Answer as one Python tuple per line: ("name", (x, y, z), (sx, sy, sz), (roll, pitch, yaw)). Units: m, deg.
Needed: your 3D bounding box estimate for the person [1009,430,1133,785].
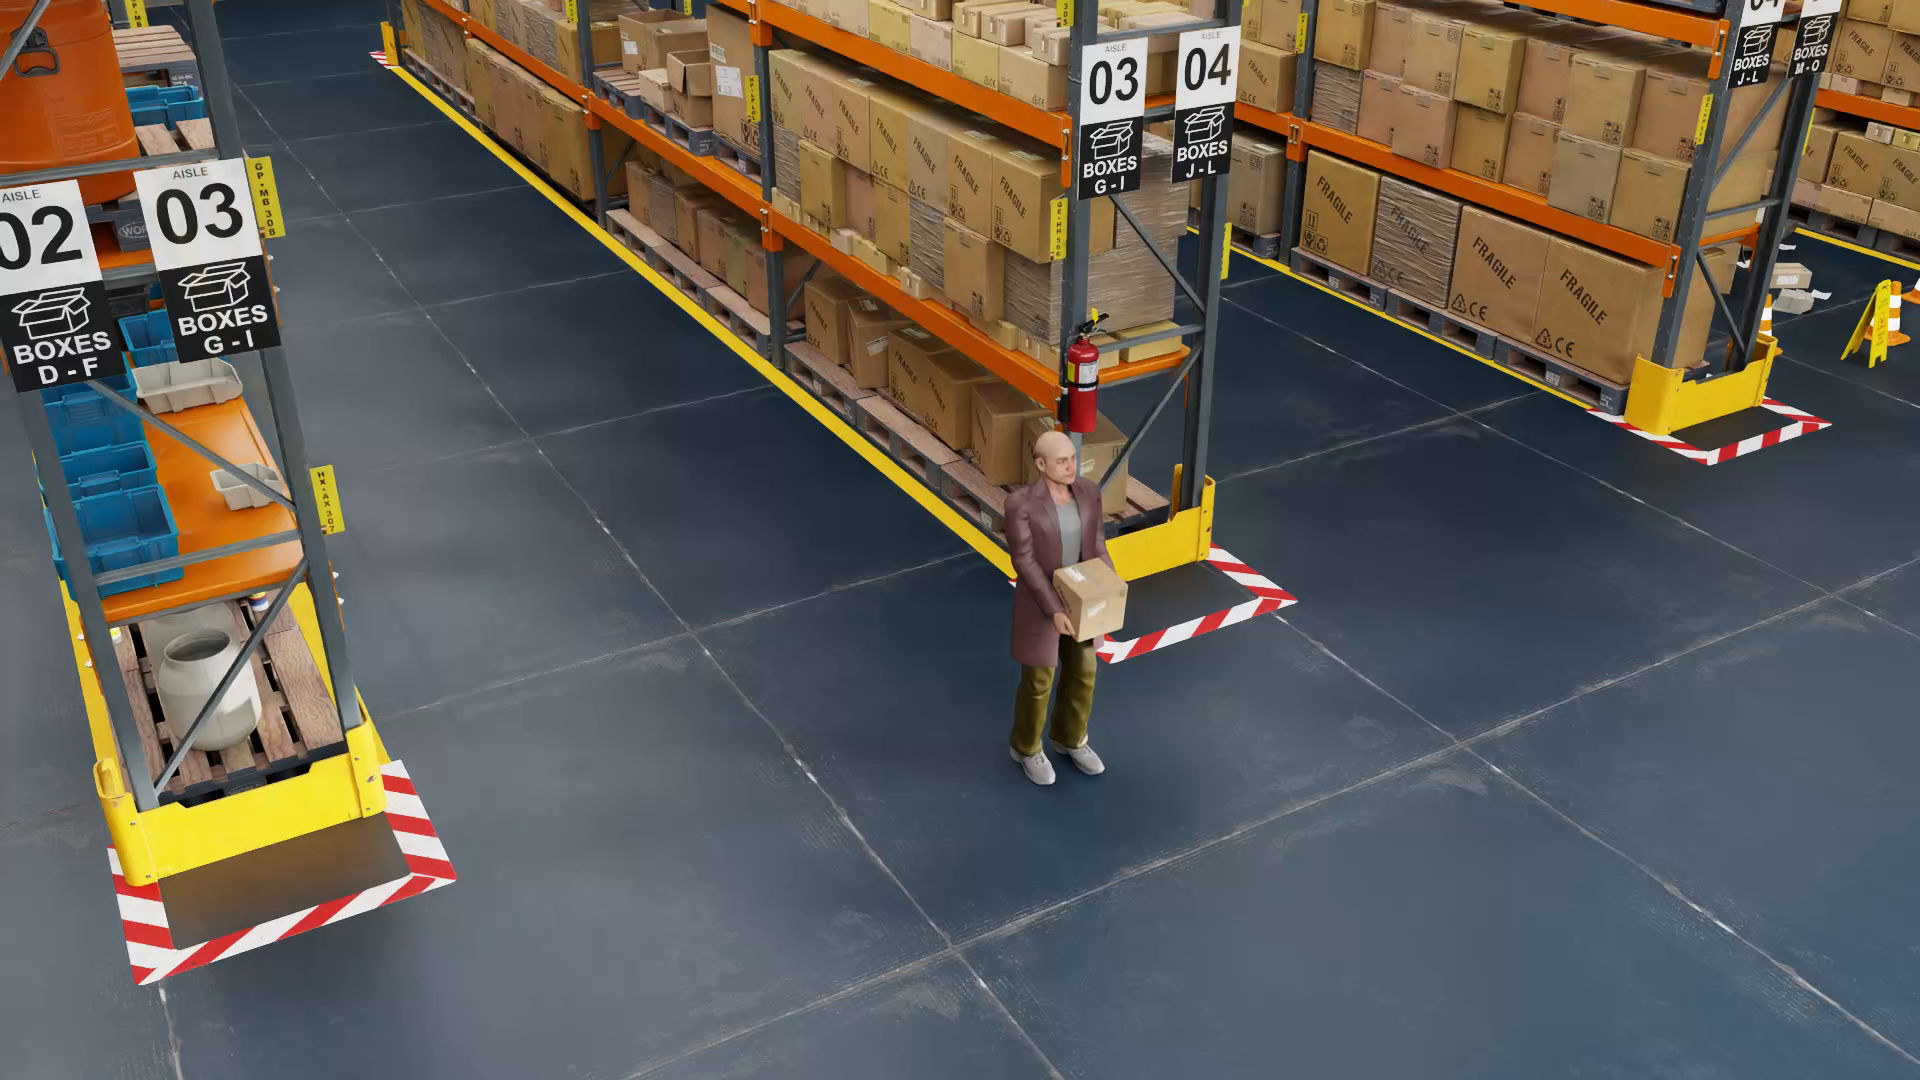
("person", (0.541, 0.357, 7.930), (0.537, 1.775, 0.554), (-16, 33, -27))
